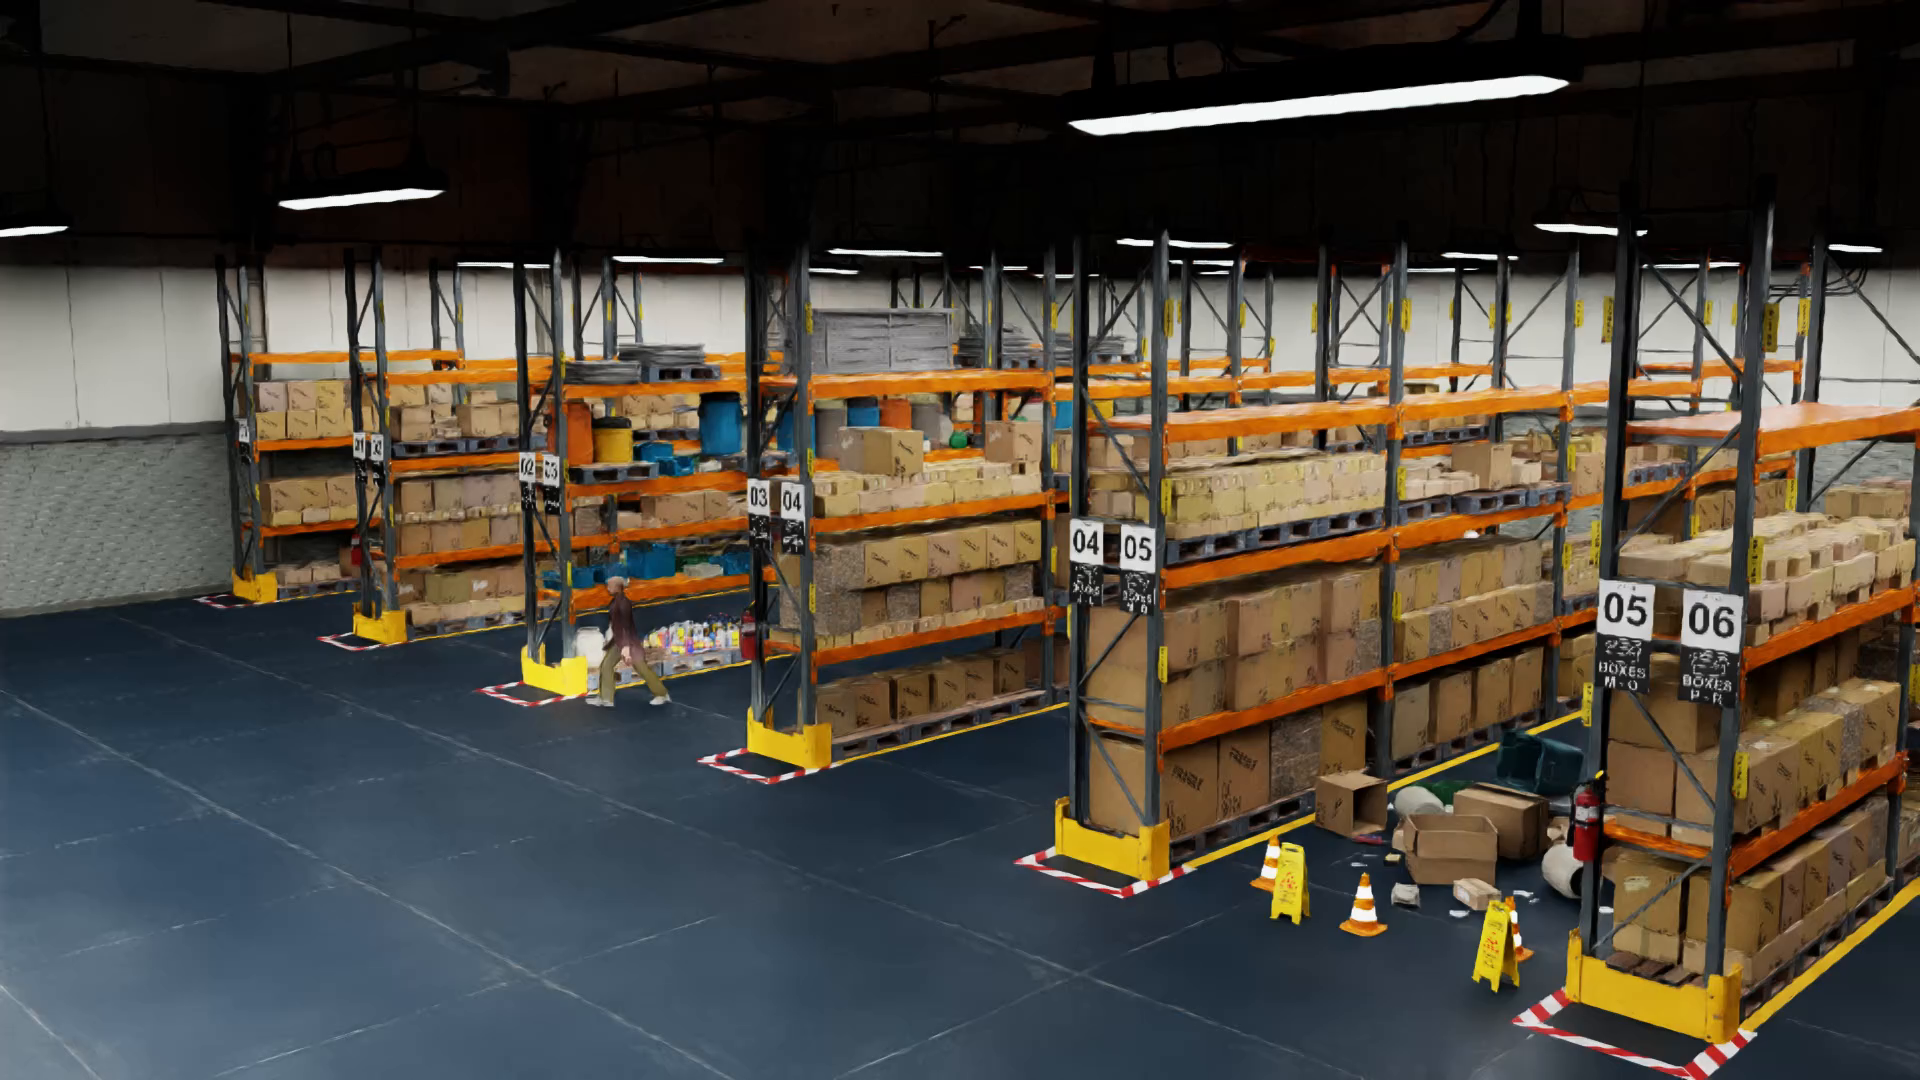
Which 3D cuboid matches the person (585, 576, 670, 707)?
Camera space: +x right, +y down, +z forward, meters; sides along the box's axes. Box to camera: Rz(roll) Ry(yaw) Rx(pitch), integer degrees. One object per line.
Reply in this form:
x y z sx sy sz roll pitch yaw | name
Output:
-4.270 1.276 21.327 1.045 1.665 0.634 -4 9 -25 | person

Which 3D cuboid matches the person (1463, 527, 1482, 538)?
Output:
8.423 0.433 27.141 0.446 1.766 0.628 2 8 14 | person
